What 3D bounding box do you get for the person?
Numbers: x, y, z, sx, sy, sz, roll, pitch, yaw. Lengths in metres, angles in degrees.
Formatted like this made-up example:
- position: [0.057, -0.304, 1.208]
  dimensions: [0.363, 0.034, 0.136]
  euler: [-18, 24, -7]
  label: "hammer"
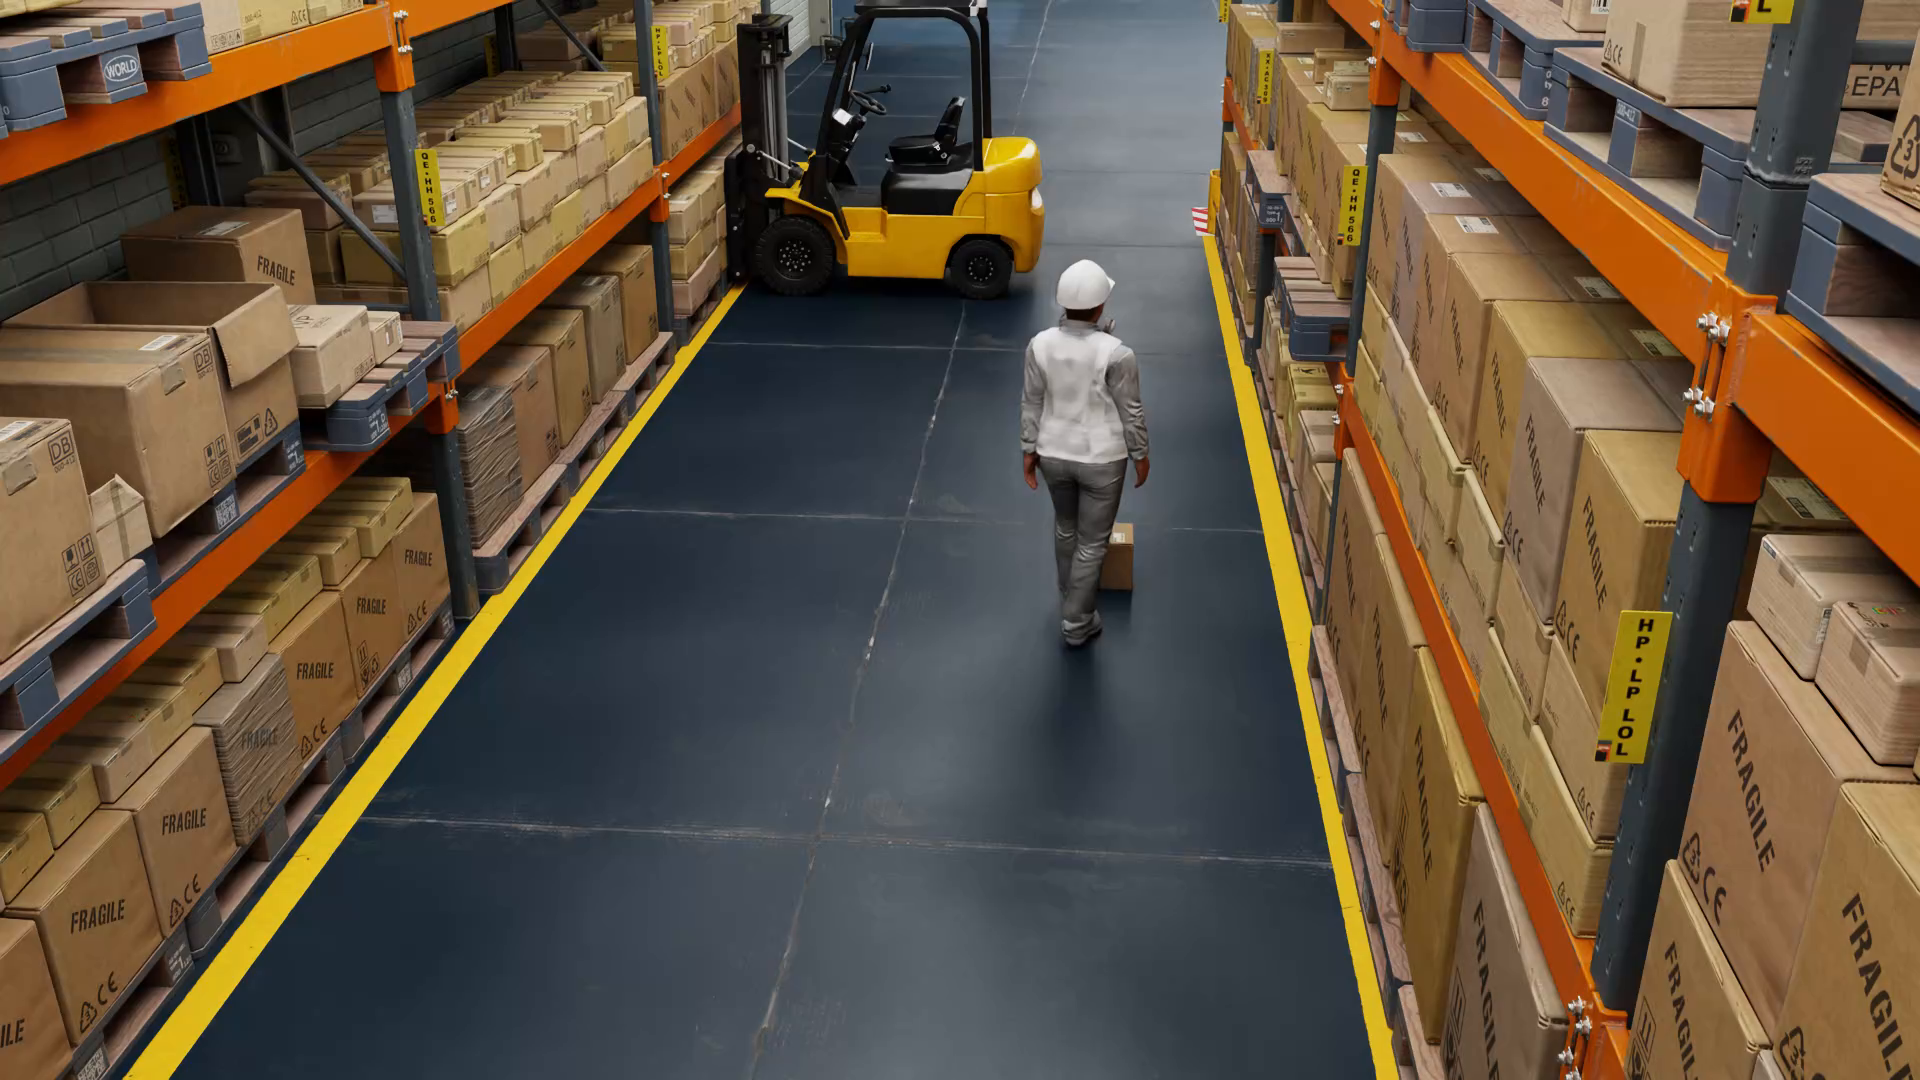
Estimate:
- position: [0.624, -0.430, 7.507]
  dimensions: [0.558, 1.765, 0.665]
  euler: [14, 28, 27]
  label: "person"
